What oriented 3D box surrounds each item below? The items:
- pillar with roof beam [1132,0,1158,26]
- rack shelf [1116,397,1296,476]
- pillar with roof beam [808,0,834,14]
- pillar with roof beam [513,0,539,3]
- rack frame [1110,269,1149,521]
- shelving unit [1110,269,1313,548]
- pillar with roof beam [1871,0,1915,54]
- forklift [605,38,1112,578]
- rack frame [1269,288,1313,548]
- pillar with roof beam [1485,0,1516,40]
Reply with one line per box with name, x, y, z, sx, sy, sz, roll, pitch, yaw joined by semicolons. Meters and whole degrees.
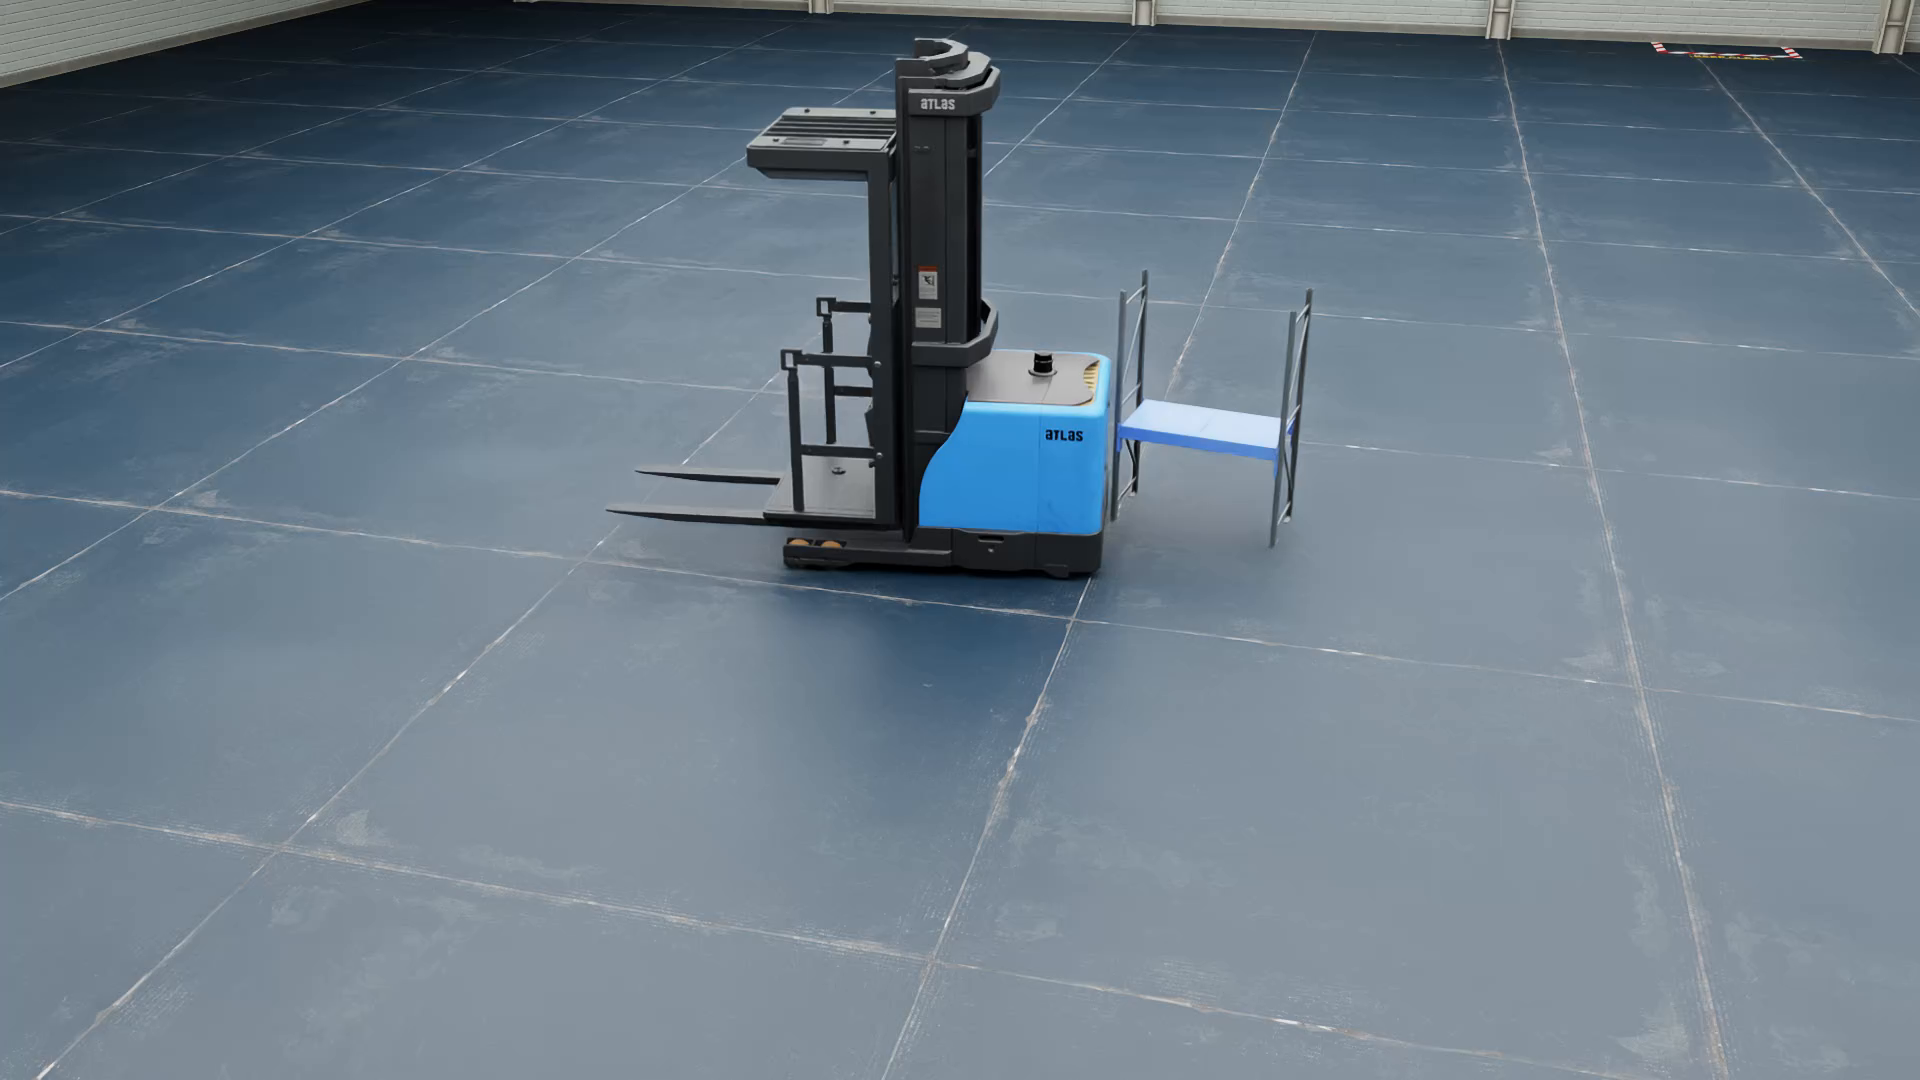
pillar with roof beam;2.181;-11.383;23.691;0.400;9.000;9.100;6;26;13
rack shelf;1.528;-0.649;10.288;1.000;0.185;0.538;10;27;20
pillar with roof beam;-3.630;-12.025;25.040;0.400;9.000;9.100;6;26;13
pillar with roof beam;-9.441;-12.668;26.389;0.400;9.000;9.100;6;26;13
rack frame;1.059;-0.896;10.387;0.032;1.500;0.500;10;27;20
shelving unit;1.528;-0.812;10.211;1.048;1.500;0.538;10;27;20
pillar with roof beam;13.803;-10.098;20.993;0.400;9.000;9.100;6;26;13
forklift;-0.622;-1.369;9.715;3.031;2.935;1.130;3;26;7
rack frame;1.997;-0.728;10.034;0.032;1.500;0.500;10;27;20
pillar with roof beam;7.992;-10.741;22.342;0.400;9.000;9.100;6;26;13
